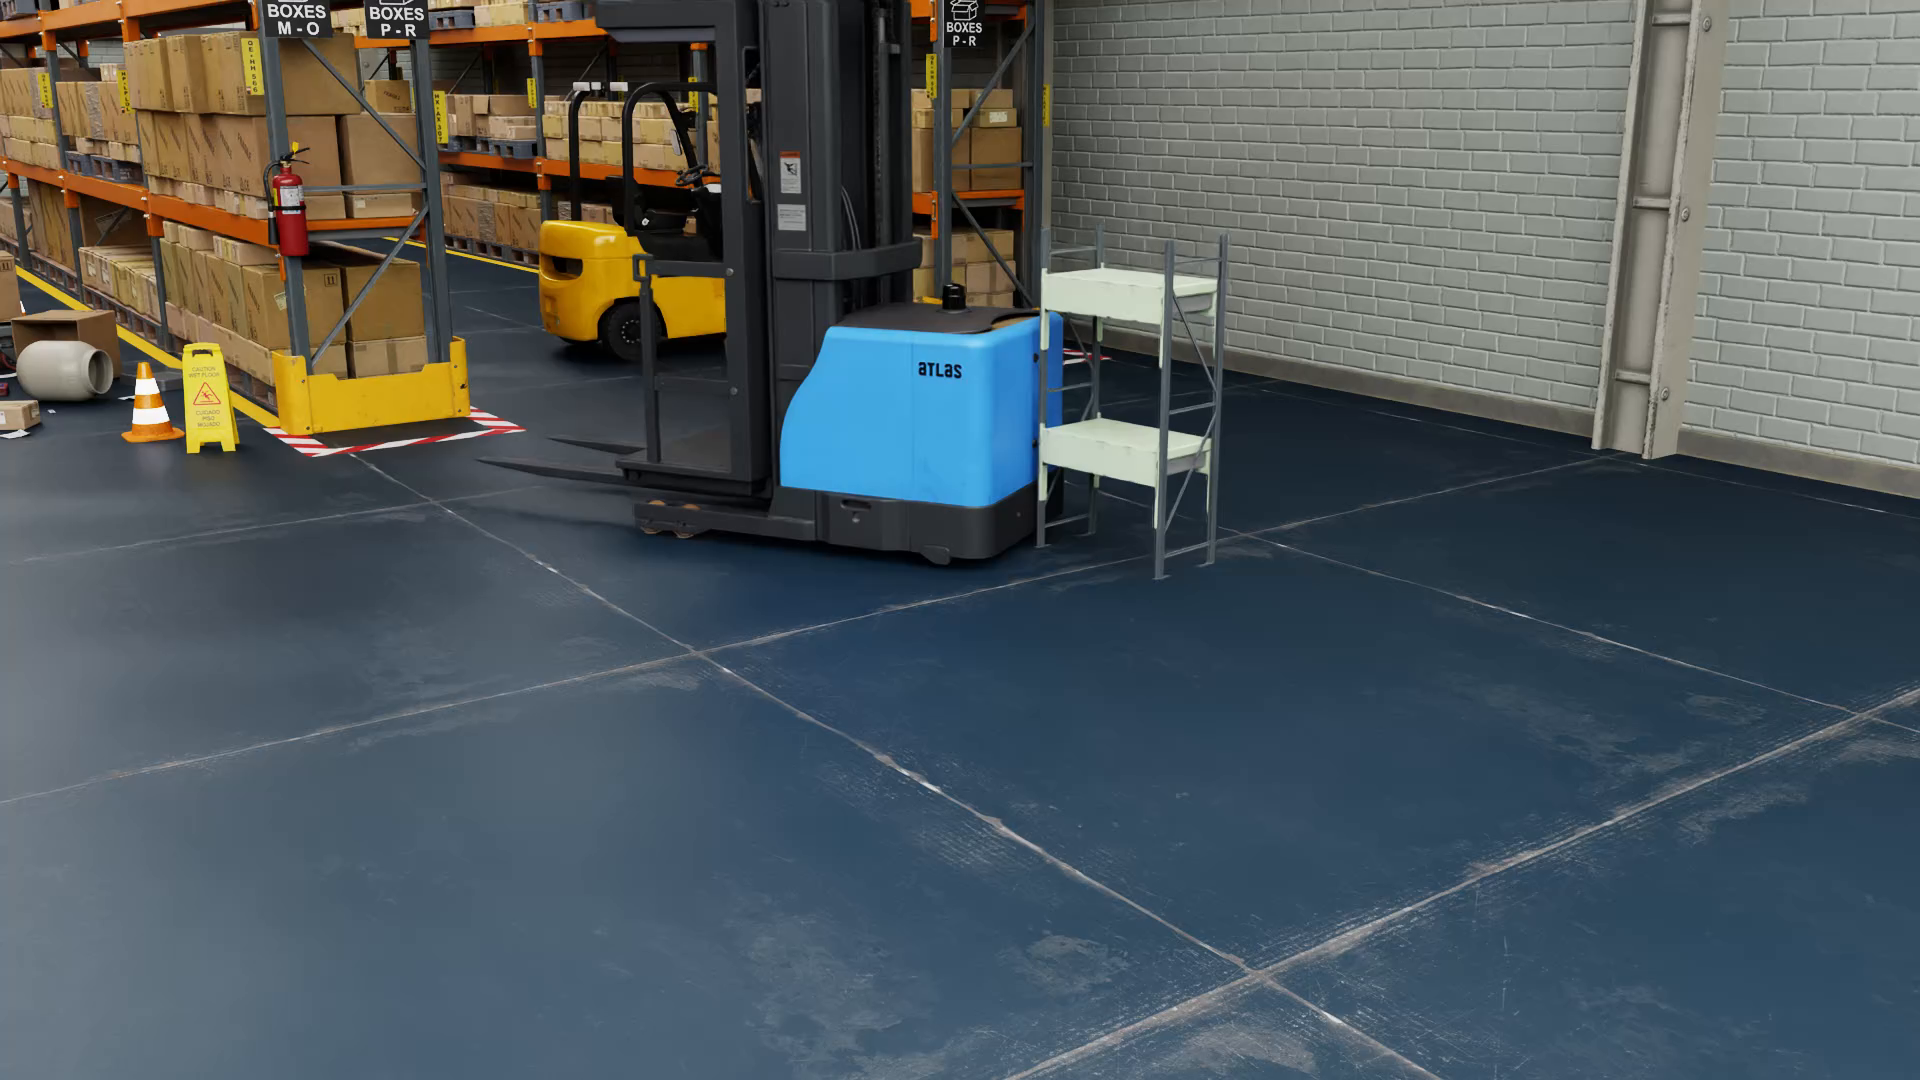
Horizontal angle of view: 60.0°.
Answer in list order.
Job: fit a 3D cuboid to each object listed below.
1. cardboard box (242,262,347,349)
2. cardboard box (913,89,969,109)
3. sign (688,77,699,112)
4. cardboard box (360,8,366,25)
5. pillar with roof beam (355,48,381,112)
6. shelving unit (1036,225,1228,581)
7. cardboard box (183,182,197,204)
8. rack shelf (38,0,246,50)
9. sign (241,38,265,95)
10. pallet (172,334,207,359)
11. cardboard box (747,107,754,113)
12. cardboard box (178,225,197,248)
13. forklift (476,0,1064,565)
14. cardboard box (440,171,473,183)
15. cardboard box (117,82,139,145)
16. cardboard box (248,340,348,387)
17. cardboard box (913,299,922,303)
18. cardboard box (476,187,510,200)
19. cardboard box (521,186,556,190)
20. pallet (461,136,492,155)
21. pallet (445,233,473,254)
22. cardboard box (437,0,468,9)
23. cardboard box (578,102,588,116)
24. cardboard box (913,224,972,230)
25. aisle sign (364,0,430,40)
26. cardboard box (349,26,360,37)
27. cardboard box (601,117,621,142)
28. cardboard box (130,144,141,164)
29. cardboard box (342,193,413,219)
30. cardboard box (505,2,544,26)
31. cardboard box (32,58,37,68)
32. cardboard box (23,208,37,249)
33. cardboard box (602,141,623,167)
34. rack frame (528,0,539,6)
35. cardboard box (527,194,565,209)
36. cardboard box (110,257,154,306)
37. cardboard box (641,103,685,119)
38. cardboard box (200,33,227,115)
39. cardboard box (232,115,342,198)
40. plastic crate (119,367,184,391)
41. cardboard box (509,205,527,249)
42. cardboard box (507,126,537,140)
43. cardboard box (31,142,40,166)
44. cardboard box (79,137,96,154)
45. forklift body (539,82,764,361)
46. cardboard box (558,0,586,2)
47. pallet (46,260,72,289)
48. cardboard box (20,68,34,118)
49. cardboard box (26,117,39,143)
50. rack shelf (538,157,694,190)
[{"bbox_3d":[-4.463,-1.579,11.154,0.500,0.500,0.500,-11,19,-34],"label":"cardboard box"},{"bbox_3d":[-0.149,-3.530,13.308,0.380,0.149,0.250,-11,19,-34],"label":"cardboard box"},{"bbox_3d":[-2.553,-4.269,15.949,0.100,0.325,0.005,-11,19,-35],"label":"sign"},{"bbox_3d":[-8.207,-7.455,23.671,0.500,0.250,0.500,-11,19,-35],"label":"cardboard box"},{"bbox_3d":[-13.514,-9.339,25.151,9.100,9.000,0.400,-11,19,-35],"label":"pillar with roof beam"},{"bbox_3d":[0.769,-0.647,7.601,0.431,1.500,0.755,-14,21,-42],"label":"shelving unit"},{"bbox_3d":[-5.463,-2.551,12.191,0.380,0.149,0.250,-11,19,-34],"label":"cardboard box"},{"bbox_3d":[-7.309,-4.591,14.849,1.077,0.370,4.000,-11,19,-35],"label":"rack shelf"},{"bbox_3d":[-4.242,-2.839,9.975,0.100,0.325,0.005,-11,19,-35],"label":"sign"},{"bbox_3d":[-5.709,-1.581,13.453,1.003,0.211,1.213,-11,19,-35],"label":"pallet"},{"bbox_3d":[-1.731,-3.917,15.287,0.380,0.149,0.250,-10,18,-33],"label":"cardboard box"},{"bbox_3d":[-5.676,-2.302,12.567,0.380,0.149,0.250,-10,18,-32],"label":"cardboard box"},{"bbox_3d":[-1.044,-1.539,8.147,3.031,2.935,1.130,7,17,24],"label":"forklift"},{"bbox_3d":[-6.779,-4.888,22.402,0.380,0.149,0.250,-11,19,-35],"label":"cardboard box"},{"bbox_3d":[-6.590,-3.521,13.712,0.500,0.500,0.500,-11,19,-36],"label":"cardboard box"},{"bbox_3d":[-4.488,-1.222,11.273,0.500,0.250,0.500,-11,19,-35],"label":"cardboard box"},{"bbox_3d":[-0.300,-1.909,13.781,0.500,0.250,0.500,-11,19,-34],"label":"cardboard box"},{"bbox_3d":[-6.010,-4.466,21.424,0.380,0.149,0.250,-10,18,-33],"label":"cardboard box"},{"bbox_3d":[-5.455,-4.491,21.514,0.380,0.149,0.250,-12,19,-37],"label":"cardboard box"},{"bbox_3d":[-5.619,-5.011,21.068,1.003,0.211,1.213,-11,19,-35],"label":"pallet"},{"bbox_3d":[-6.315,-4.031,22.404,1.003,0.211,1.213,-11,19,-35],"label":"pallet"},{"bbox_3d":[-6.367,-6.777,20.963,0.380,0.149,0.250,-11,19,-35],"label":"cardboard box"},{"bbox_3d":[-4.029,-4.775,18.423,0.380,0.149,0.250,-11,19,-34],"label":"cardboard box"},{"bbox_3d":[-0.194,-2.578,14.332,0.500,0.250,0.500,-11,19,-34],"label":"cardboard box"},{"bbox_3d":[-3.494,-3.499,10.253,0.394,0.787,0.004,-11,19,-35],"label":"aisle sign"},{"bbox_3d":[-8.641,-7.386,24.173,0.380,0.149,0.250,-11,19,-35],"label":"cardboard box"},{"bbox_3d":[-3.501,-4.399,17.803,0.500,0.250,0.500,-11,19,-34],"label":"cardboard box"},{"bbox_3d":[-6.659,-3.212,13.812,0.380,0.149,0.250,-11,19,-34],"label":"cardboard box"},{"bbox_3d":[-3.813,-2.193,10.884,0.380,0.149,0.250,-11,19,-34],"label":"cardboard box"},{"bbox_3d":[-4.970,-6.136,19.414,0.500,0.250,0.500,-12,19,-36],"label":"cardboard box"},{"bbox_3d":[-11.161,-5.824,20.360,0.380,0.149,0.250,-11,19,-35],"label":"cardboard box"},{"bbox_3d":[-11.119,-3.890,20.664,0.875,0.438,0.875,-11,19,-35],"label":"cardboard box"},{"bbox_3d":[-3.505,-4.156,17.864,0.500,0.250,0.500,-10,18,-33],"label":"cardboard box"},{"bbox_3d":[-4.472,-7.583,18.736,1.000,3.000,0.127,-11,19,-35],"label":"rack frame"},{"bbox_3d":[-4.967,-4.065,19.958,0.380,0.149,0.250,-12,19,-37],"label":"cardboard box"},{"bbox_3d":[-7.279,-2.412,15.389,0.950,0.372,0.625,-10,18,-33],"label":"cardboard box"},{"bbox_3d":[-3.030,-4.383,16.991,0.380,0.149,0.250,-12,19,-36],"label":"cardboard box"},{"bbox_3d":[-4.550,-3.068,10.958,0.700,0.500,0.500,-11,19,-34],"label":"cardboard box"},{"bbox_3d":[-4.323,-2.475,10.683,0.500,0.500,0.500,-11,19,-36],"label":"cardboard box"},{"bbox_3d":[-5.873,-1.193,12.285,0.583,0.080,0.402,10,18,33],"label":"plastic crate"},{"bbox_3d":[-5.180,-3.852,20.407,0.500,0.500,0.500,-11,19,-35],"label":"cardboard box"},{"bbox_3d":[-5.169,-4.852,19.800,0.380,0.149,0.250,-10,18,-34],"label":"cardboard box"},{"bbox_3d":[-9.588,-4.130,17.769,0.500,0.250,0.500,-11,19,-35],"label":"cardboard box"},{"bbox_3d":[-8.036,-3.708,15.623,0.380,0.149,0.250,-11,19,-34],"label":"cardboard box"},{"bbox_3d":[-2.359,-2.694,13.843,2.313,2.155,1.214,-11,19,-35],"label":"forklift body"},{"bbox_3d":[-4.494,-6.371,19.519,0.380,0.149,0.250,-11,19,-34],"label":"cardboard box"},{"bbox_3d":[-9.601,-3.014,18.687,1.003,0.211,1.213,-11,19,-35],"label":"pallet"},{"bbox_3d":[-9.595,-4.734,17.607,0.500,0.500,0.500,-11,19,-34],"label":"cardboard box"},{"bbox_3d":[-9.597,-4.366,17.683,0.500,0.250,0.500,-11,19,-36],"label":"cardboard box"},{"bbox_3d":[-3.296,-3.915,18.062,1.077,0.370,4.000,-11,19,-35],"label":"rack shelf"}]
